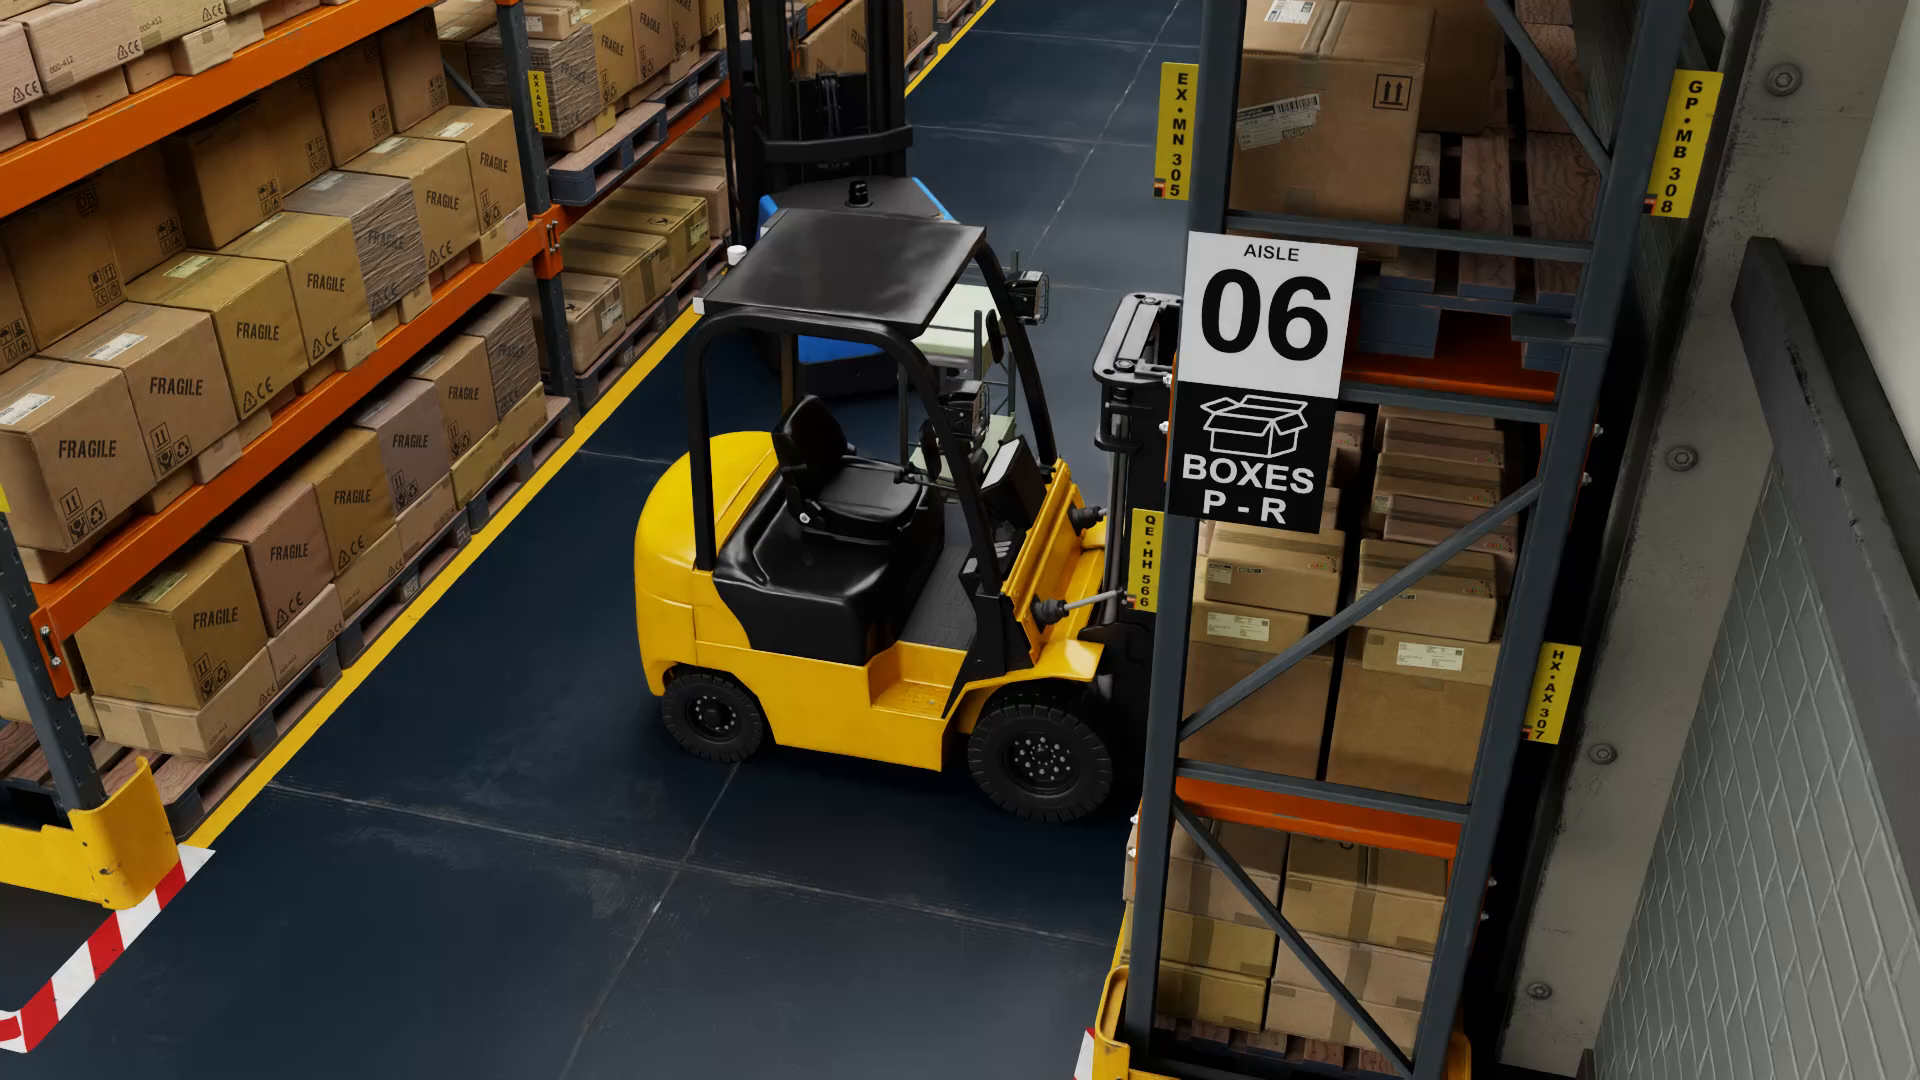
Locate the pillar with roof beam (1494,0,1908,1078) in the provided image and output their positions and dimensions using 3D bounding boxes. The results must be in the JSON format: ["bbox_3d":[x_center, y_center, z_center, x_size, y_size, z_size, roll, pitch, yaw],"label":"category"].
[{"bbox_3d":[-2.079,-2.627,4.495,9.100,9.000,0.400,8,33,12],"label":"pillar with roof beam"}]

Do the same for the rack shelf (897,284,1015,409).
[{"bbox_3d":[-0.002,-0.959,8.133,0.431,0.370,0.720,8,33,12],"label":"rack shelf"}]

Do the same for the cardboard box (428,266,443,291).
[{"bbox_3d":[-2.813,-1.324,8.271,0.380,0.149,0.250,8,33,12],"label":"cardboard box"}]

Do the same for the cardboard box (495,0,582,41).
[{"bbox_3d":[-2.290,-2.835,9.047,0.380,0.149,0.250,8,33,12],"label":"cardboard box"}]

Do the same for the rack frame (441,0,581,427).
[{"bbox_3d":[-2.751,-2.021,9.132,1.000,3.000,0.127,8,33,12],"label":"rack frame"}]

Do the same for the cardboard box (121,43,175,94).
[{"bbox_3d":[-3.185,-1.784,6.199,0.380,0.149,0.250,7,33,11],"label":"cardboard box"}]

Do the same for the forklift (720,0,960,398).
[{"bbox_3d":[-0.956,-2.857,10.512,1.130,2.935,3.031,-10,34,-16],"label":"forklift"}]

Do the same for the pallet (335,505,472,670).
[{"bbox_3d":[-3.195,0.145,8.326,1.003,0.211,1.213,8,33,12],"label":"pallet"}]

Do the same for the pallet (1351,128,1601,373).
[{"bbox_3d":[1.241,-0.863,4.598,1.003,0.211,1.213,8,33,12],"label":"pallet"}]

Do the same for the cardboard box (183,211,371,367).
[{"bbox_3d":[-3.000,-1.119,7.344,0.500,0.500,0.500,7,33,11],"label":"cardboard box"}]

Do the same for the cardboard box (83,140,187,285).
[{"bbox_3d":[-3.682,-1.370,6.806,0.700,0.500,0.500,8,33,12],"label":"cardboard box"}]

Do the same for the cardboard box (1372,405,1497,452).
[{"bbox_3d":[1.600,-0.394,5.599,0.380,0.149,0.250,9,34,14],"label":"cardboard box"}]

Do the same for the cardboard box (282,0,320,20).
[{"bbox_3d":[-2.959,-2.320,7.042,0.380,0.149,0.250,9,33,13],"label":"cardboard box"}]

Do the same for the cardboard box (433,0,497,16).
[{"bbox_3d":[-2.731,-2.894,9.744,0.500,0.500,0.500,8,33,13],"label":"cardboard box"}]

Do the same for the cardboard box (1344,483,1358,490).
[{"bbox_3d":[1.177,-0.138,6.078,0.500,0.500,0.500,7,33,11],"label":"cardboard box"}]

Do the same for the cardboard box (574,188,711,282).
[{"bbox_3d":[-2.266,-2.096,11.309,0.950,0.372,0.625,9,34,14],"label":"cardboard box"}]

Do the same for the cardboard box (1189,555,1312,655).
[{"bbox_3d":[0.853,0.195,4.950,0.380,0.149,0.250,8,33,13],"label":"cardboard box"}]

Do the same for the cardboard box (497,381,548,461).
[{"bbox_3d":[-2.641,-0.694,9.217,0.500,0.250,0.500,10,34,15],"label":"cardboard box"}]

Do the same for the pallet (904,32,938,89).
[{"bbox_3d":[-0.844,-4.585,15.765,1.003,0.211,1.213,8,33,12],"label":"pallet"}]

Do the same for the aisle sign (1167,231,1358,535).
[{"bbox_3d":[0.735,-0.374,4.119,0.394,0.787,0.004,8,33,12],"label":"aisle sign"}]

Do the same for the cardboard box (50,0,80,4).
[{"bbox_3d":[-3.171,-1.972,5.751,0.380,0.149,0.250,8,33,12],"label":"cardboard box"}]

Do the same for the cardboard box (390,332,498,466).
[{"bbox_3d":[-2.769,-0.746,8.600,0.500,0.500,0.500,9,33,13],"label":"cardboard box"}]

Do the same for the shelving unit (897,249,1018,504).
[{"bbox_3d":[-0.002,-0.629,8.342,0.431,1.500,0.755,8,33,12],"label":"shelving unit"}]

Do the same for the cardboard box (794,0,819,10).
[{"bbox_3d":[-1.368,-4.253,12.783,0.500,0.250,0.500,7,33,12],"label":"cardboard box"}]

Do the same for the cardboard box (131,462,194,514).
[{"bbox_3d":[-3.284,-0.247,6.576,0.380,0.149,0.250,7,33,11],"label":"cardboard box"}]

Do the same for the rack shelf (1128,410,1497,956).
[{"bbox_3d":[1.544,-0.005,6.633,1.077,0.370,4.000,8,33,12],"label":"rack shelf"}]

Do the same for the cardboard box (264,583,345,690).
[{"bbox_3d":[-3.157,0.393,7.507,0.500,0.250,0.500,9,34,14],"label":"cardboard box"}]

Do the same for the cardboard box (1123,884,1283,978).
[{"bbox_3d":[0.857,1.206,5.763,0.500,0.250,0.500,8,33,12],"label":"cardboard box"}]

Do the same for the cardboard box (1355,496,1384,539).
[{"bbox_3d":[1.445,0.005,5.249,0.380,0.149,0.250,7,33,12],"label":"cardboard box"}]

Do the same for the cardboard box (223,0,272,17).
[{"bbox_3d":[-2.987,-2.292,6.626,0.500,0.250,0.500,9,33,13],"label":"cardboard box"}]

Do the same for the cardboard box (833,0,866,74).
[{"bbox_3d":[-1.250,-4.186,14.128,0.875,0.875,0.875,8,33,13],"label":"cardboard box"}]

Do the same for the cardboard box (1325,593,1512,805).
[{"bbox_3d":[1.430,0.468,5.125,0.500,0.500,0.500,9,34,14],"label":"cardboard box"}]

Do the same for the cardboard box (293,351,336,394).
[{"bbox_3d":[-3.037,-0.789,7.429,0.380,0.149,0.250,7,33,11],"label":"cardboard box"}]

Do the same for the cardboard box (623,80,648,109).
[{"bbox_3d":[-2.129,-2.749,10.121,0.380,0.149,0.250,9,33,13],"label":"cardboard box"}]

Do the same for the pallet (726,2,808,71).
[{"bbox_3d":[-1.814,-3.631,11.845,1.213,0.211,1.003,8,33,12],"label":"pallet"}]

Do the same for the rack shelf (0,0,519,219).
[{"bbox_3d":[-3.259,-1.945,6.888,1.077,0.370,4.000,8,33,12],"label":"rack shelf"}]

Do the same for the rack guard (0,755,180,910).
[{"bbox_3d":[-3.747,1.071,6.600,1.175,0.500,0.348,8,33,12],"label":"rack guard"}]

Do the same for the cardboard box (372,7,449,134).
[{"bbox_3d":[-3.072,-2.411,8.445,0.700,0.500,0.500,8,33,12],"label":"cardboard box"}]

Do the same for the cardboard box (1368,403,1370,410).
[{"bbox_3d":[1.949,-0.595,6.797,0.500,0.500,0.500,7,33,11],"label":"cardboard box"}]

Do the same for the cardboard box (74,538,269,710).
[{"bbox_3d":[-3.288,0.328,6.910,0.500,0.500,0.500,7,33,11],"label":"cardboard box"}]

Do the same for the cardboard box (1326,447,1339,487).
[{"bbox_3d":[0.996,-0.199,5.292,0.380,0.149,0.250,9,33,13],"label":"cardboard box"}]

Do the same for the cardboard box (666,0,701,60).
[{"bbox_3d":[-1.969,-3.353,10.466,0.500,0.500,0.500,7,33,10],"label":"cardboard box"}]

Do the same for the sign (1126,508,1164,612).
[{"bbox_3d":[0.515,0.059,4.561,0.100,0.325,0.005,8,33,12],"label":"sign"}]

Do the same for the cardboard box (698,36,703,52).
[{"bbox_3d":[-1.924,-3.292,10.975,0.380,0.149,0.250,8,33,13],"label":"cardboard box"}]

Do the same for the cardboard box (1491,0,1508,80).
[{"bbox_3d":[1.455,-1.879,5.533,0.797,0.503,0.637,9,34,14],"label":"cardboard box"}]

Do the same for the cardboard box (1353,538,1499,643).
[{"bbox_3d":[1.328,0.142,4.755,0.380,0.149,0.250,7,33,11],"label":"cardboard box"}]

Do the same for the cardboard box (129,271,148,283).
[{"bbox_3d":[-3.633,-0.950,7.078,0.500,0.500,0.500,8,33,12],"label":"cardboard box"}]
